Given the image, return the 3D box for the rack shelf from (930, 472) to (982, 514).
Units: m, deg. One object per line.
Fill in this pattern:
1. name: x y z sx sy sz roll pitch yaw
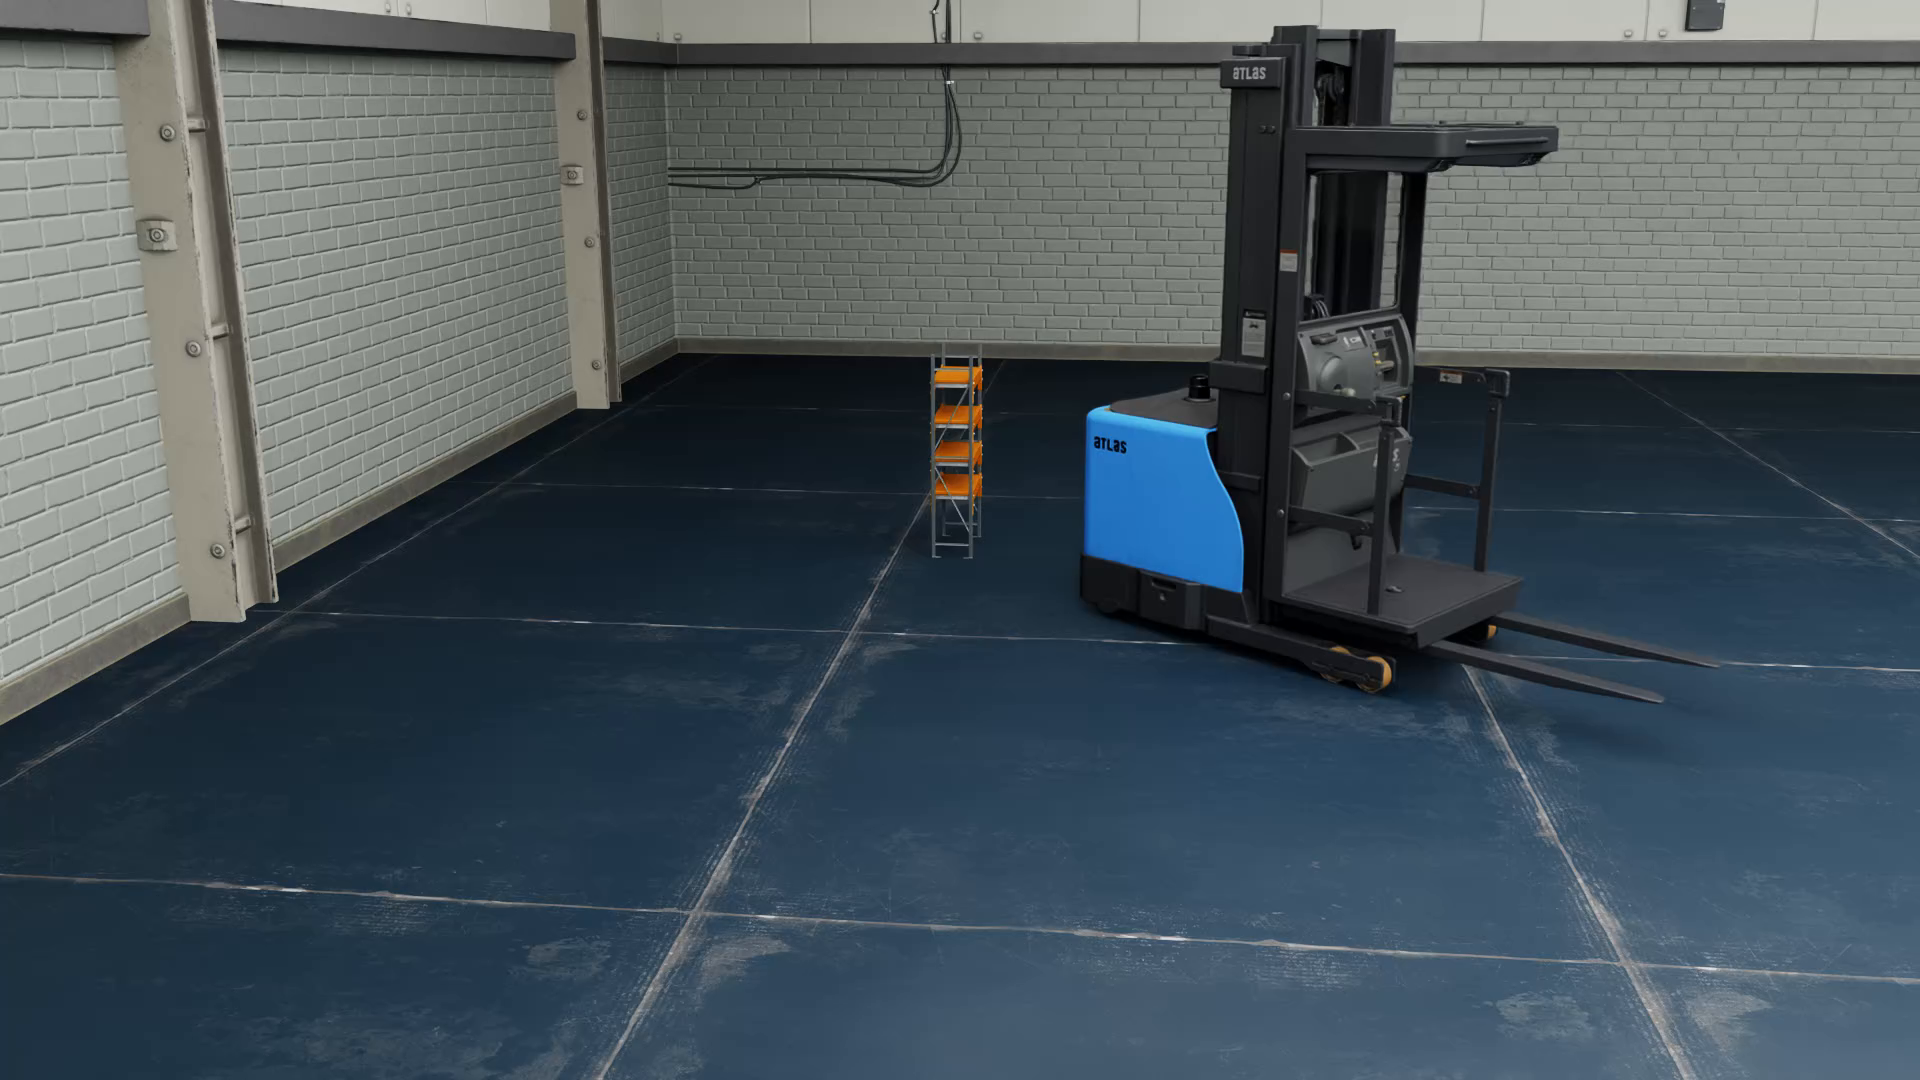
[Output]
1. rack shelf: -0.019 -0.280 9.916 0.258 0.148 0.480 2 15 6

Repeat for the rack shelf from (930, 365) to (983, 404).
1. rack shelf: -0.019 -0.916 9.744 0.258 0.148 0.480 2 15 6

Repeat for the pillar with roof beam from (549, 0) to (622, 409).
1. pillar with roof beam: 1.109 -5.404 12.906 9.100 9.000 0.400 2 15 6

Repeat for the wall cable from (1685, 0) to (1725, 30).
1. wall cable: 7.909 -7.614 14.564 2.305 6.003 0.169 2 15 6

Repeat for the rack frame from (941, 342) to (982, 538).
1. rack frame: 0.009 -0.600 10.081 0.240 1.200 0.015 2 15 6

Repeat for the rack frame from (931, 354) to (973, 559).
1. rack frame: -0.046 -0.473 9.613 0.240 1.200 0.015 2 15 6

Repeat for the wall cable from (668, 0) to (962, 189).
1. wall cable: -1.522 -4.757 16.462 3.097 2.526 0.112 2 15 6

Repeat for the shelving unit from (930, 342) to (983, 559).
1. shelving unit: -0.019 -0.536 9.847 0.258 1.200 0.503 2 15 6

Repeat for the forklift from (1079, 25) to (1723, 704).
1. forklift: 2.036 -0.871 7.767 3.031 2.935 1.130 14 21 43

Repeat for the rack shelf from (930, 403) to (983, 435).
1. rack shelf: -0.019 -0.687 9.806 0.258 0.148 0.480 2 15 6

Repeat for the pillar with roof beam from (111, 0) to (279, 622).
1. pillar with roof beam: 0.432 -3.848 7.151 9.100 9.000 0.400 2 15 6

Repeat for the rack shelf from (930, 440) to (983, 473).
1. rack shelf: -0.019 -0.471 9.864 0.258 0.148 0.480 2 15 6
